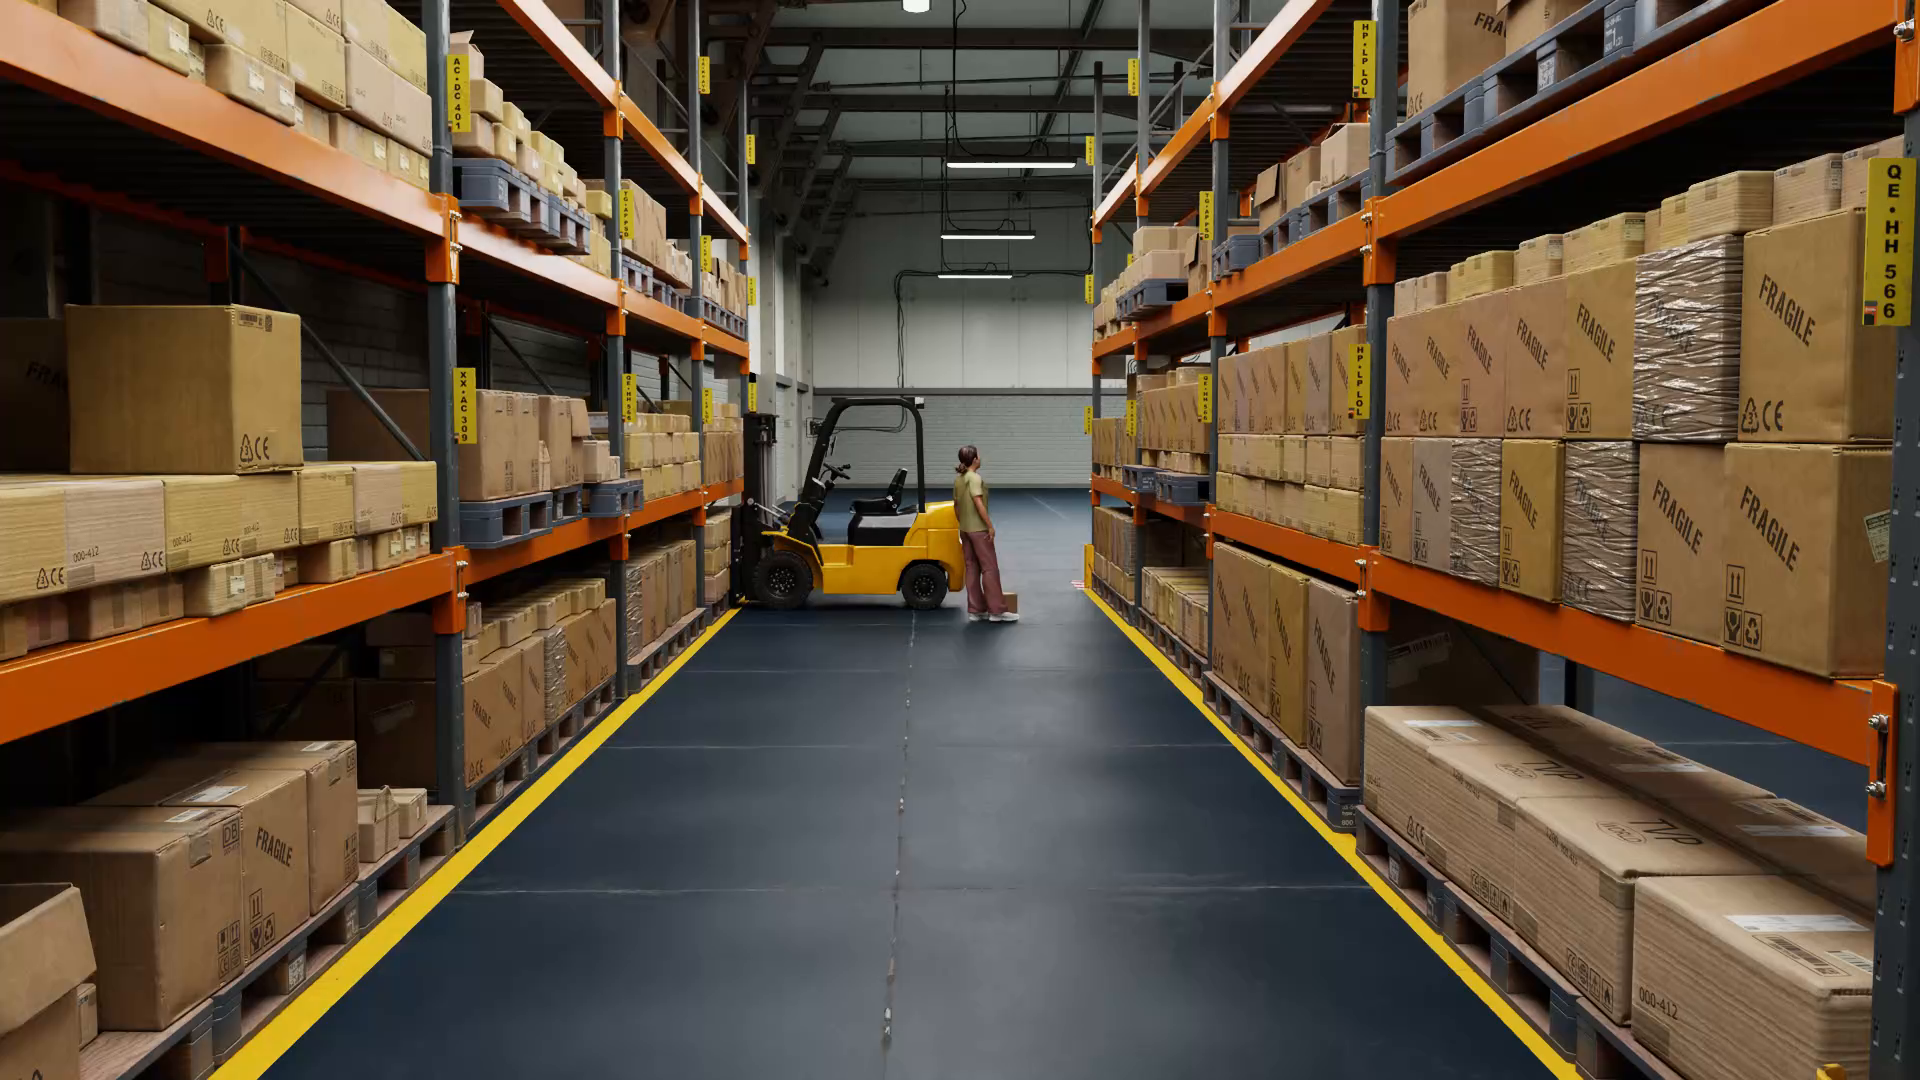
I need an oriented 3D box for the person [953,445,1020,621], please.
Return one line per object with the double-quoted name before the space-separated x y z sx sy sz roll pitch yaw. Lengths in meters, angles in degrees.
"person" 0.213 -0.043 15.881 0.549 1.620 0.555 -2 4 -30
